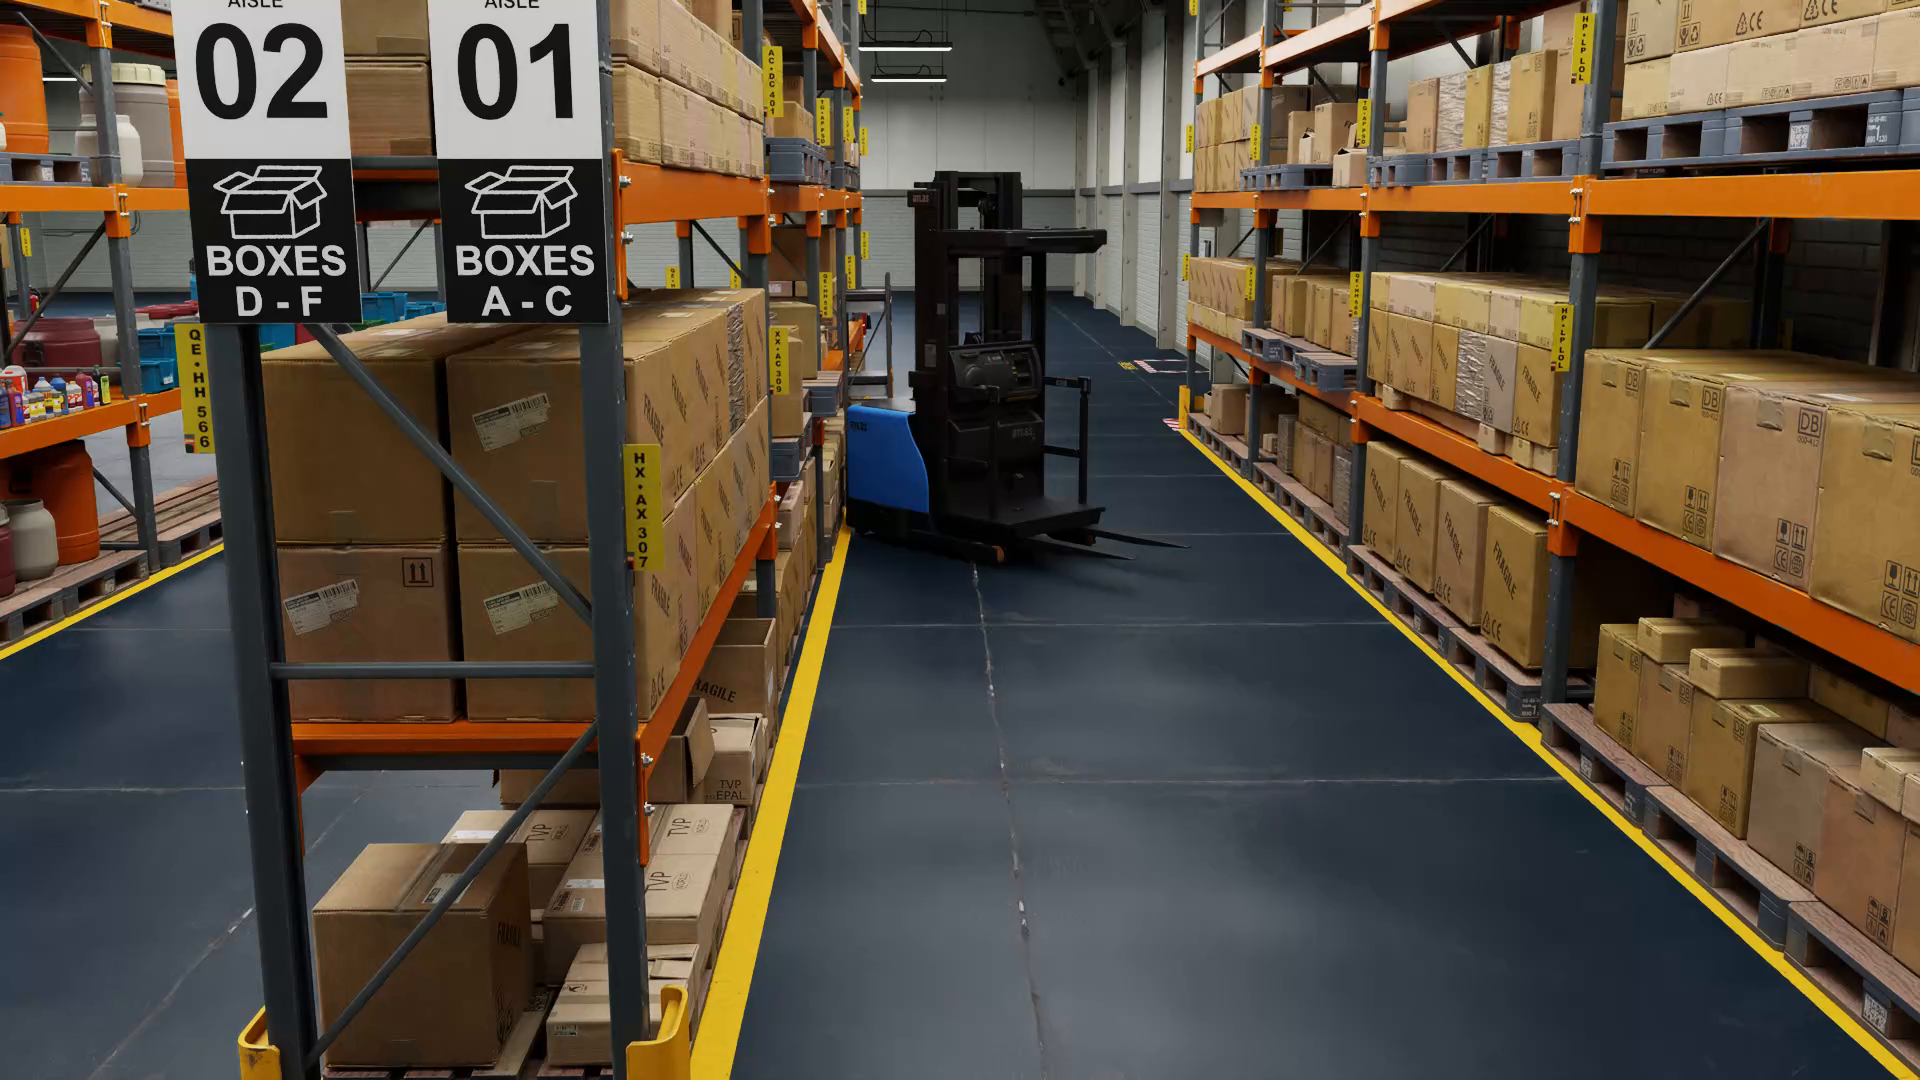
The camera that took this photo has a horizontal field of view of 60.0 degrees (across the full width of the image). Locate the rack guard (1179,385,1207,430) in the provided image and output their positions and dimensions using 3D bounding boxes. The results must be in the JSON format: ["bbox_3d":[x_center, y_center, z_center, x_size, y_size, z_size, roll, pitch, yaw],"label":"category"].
[{"bbox_3d":[3.271,-1.616,20.269,1.175,0.500,0.348,0,11,-1],"label":"rack guard"}]

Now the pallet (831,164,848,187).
[{"bbox_3d":[-1.644,-3.636,16.617,1.003,0.211,1.213,0,11,-1],"label":"pallet"}]

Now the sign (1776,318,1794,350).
[{"bbox_3d":[4.073,-0.937,8.256,0.100,0.325,0.005,0,11,-1],"label":"sign"}]

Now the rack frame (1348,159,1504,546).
[{"bbox_3d":[3.435,-1.266,12.256,1.000,3.000,0.127,0,11,-1],"label":"rack frame"}]

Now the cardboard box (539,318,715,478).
[{"bbox_3d":[-1.121,-0.487,5.647,0.500,0.500,0.500,0,11,0],"label":"cardboard box"}]

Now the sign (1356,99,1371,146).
[{"bbox_3d":[2.893,-2.988,11.898,0.100,0.325,0.005,0,11,-1],"label":"sign"}]

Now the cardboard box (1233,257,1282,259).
[{"bbox_3d":[3.492,-3.067,19.576,0.500,0.500,0.500,0,11,-2],"label":"cardboard box"}]

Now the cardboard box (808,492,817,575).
[{"bbox_3d":[-1.263,-0.051,11.445,0.500,0.500,0.500,0,11,1],"label":"cardboard box"}]

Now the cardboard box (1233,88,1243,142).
[{"bbox_3d":[3.049,-4.288,16.791,0.500,0.500,0.500,0,11,2],"label":"cardboard box"}]

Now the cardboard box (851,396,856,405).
[{"bbox_3d":[-1.297,-1.360,16.689,0.500,0.500,0.500,0,11,-1],"label":"cardboard box"}]

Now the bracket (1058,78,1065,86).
[{"bbox_3d":[3.117,-13.941,50.588,0.235,0.232,0.430,0,11,-1],"label":"bracket"}]

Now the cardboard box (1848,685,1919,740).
[{"bbox_3d":[3.661,0.659,6.368,0.380,0.149,0.250,0,11,-1],"label":"cardboard box"}]

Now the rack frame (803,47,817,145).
[{"bbox_3d":[-1.517,-4.185,11.556,1.000,3.000,0.127,0,11,-1],"label":"rack frame"}]

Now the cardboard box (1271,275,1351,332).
[{"bbox_3d":[3.329,-2.225,15.622,0.700,0.500,0.500,0,11,-1],"label":"cardboard box"}]

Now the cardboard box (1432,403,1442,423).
[{"bbox_3d":[3.265,-0.831,10.692,0.380,0.149,0.250,0,11,0],"label":"cardboard box"}]

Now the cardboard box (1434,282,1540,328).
[{"bbox_3d":[3.230,-1.439,10.174,0.500,0.250,0.500,0,11,-2],"label":"cardboard box"}]

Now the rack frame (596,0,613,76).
[{"bbox_3d":[-1.352,-2.595,3.717,1.000,3.000,0.127,0,11,-1],"label":"rack frame"}]

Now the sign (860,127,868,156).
[{"bbox_3d":[-1.140,-4.700,19.610,0.100,0.325,0.005,0,11,-1],"label":"sign"}]

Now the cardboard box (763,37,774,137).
[{"bbox_3d":[-1.402,-2.589,9.675,0.600,0.600,0.600,-1,11,-3],"label":"cardboard box"}]

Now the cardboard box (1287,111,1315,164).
[{"bbox_3d":[3.284,-3.677,15.288,0.500,0.500,0.500,1,12,7],"label":"cardboard box"}]

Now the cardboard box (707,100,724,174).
[{"bbox_3d":[-1.135,-1.453,6.009,0.500,0.250,0.500,0,11,-1],"label":"cardboard box"}]

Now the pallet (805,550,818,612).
[{"bbox_3d":[-1.540,0.270,11.697,1.003,0.211,1.213,0,11,-1],"label":"pallet"}]

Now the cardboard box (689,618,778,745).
[{"bbox_3d":[-1.139,0.672,7.885,0.500,0.500,0.500,0,11,-1],"label":"cardboard box"}]

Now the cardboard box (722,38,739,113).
[{"bbox_3d":[-1.138,-1.797,6.449,0.500,0.250,0.500,0,11,-1],"label":"cardboard box"}]

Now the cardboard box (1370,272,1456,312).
[{"bbox_3d":[3.187,-1.741,11.662,0.500,0.250,0.500,0,11,0],"label":"cardboard box"}]

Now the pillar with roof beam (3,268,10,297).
[{"bbox_3d":[-23.660,-11.513,47.674,9.100,9.000,0.548,0,11,-1],"label":"pillar with roof beam"}]

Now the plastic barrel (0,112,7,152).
[{"bbox_3d":[-6.301,-2.621,10.682,0.301,0.262,0.301,0,11,0],"label":"plastic barrel"}]

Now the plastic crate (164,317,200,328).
[{"bbox_3d":[-6.197,-1.579,13.639,0.402,0.464,0.583,0,11,-1],"label":"plastic crate"}]

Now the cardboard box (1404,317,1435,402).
[{"bbox_3d":[3.200,-1.170,10.734,0.500,0.500,0.500,0,11,-1],"label":"cardboard box"}]

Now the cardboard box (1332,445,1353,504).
[{"bbox_3d":[3.474,-0.503,13.673,0.700,0.500,0.500,0,11,-1],"label":"cardboard box"}]

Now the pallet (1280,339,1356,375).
[{"bbox_3d":[3.353,-1.566,14.214,1.003,0.211,1.213,0,11,-1],"label":"pallet"}]

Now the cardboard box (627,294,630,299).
[{"bbox_3d":[-1.695,-0.792,7.151,0.500,0.500,0.500,-1,11,-3],"label":"cardboard box"}]

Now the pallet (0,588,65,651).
[{"bbox_3d":[-6.390,0.540,10.369,1.003,0.211,1.213,0,11,-1],"label":"pallet"}]

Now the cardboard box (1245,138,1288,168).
[{"bbox_3d":[3.095,-3.690,16.358,0.500,0.500,0.500,0,11,0],"label":"cardboard box"}]

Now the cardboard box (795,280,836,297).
[{"bbox_3d":[-1.412,-2.461,16.264,0.380,0.149,0.250,0,11,-1],"label":"cardboard box"}]

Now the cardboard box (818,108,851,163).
[{"bbox_3d":[-1.347,-3.935,16.207,0.500,0.500,0.500,1,11,4],"label":"cardboard box"}]

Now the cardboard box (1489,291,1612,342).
[{"bbox_3d":[3.251,-1.237,9.175,0.500,0.250,0.500,0,11,0],"label":"cardboard box"}]

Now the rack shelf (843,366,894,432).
[{"bbox_3d":[-0.783,-1.208,14.276,0.431,0.518,0.480,-1,11,-1],"label":"rack shelf"}]

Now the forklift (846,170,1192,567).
[{"bbox_3d":[0.429,-1.346,12.819,1.130,2.935,3.031,-11,16,-42],"label":"forklift"}]

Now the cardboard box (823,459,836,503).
[{"bbox_3d":[-1.235,-0.484,12.847,0.500,0.311,0.500,0,11,1],"label":"cardboard box"}]

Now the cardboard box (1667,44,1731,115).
[{"bbox_3d":[3.265,-1.883,6.820,0.500,0.250,0.500,0,11,-2],"label":"cardboard box"}]

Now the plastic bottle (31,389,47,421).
[{"bbox_3d":[-6.036,-0.884,10.871,0.097,0.201,0.097,0,11,0],"label":"plastic bottle"}]

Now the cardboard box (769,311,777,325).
[{"bbox_3d":[-1.564,-1.193,10.586,0.700,0.500,0.500,2,12,10],"label":"cardboard box"}]

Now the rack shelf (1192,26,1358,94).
[{"bbox_3d":[3.311,-5.045,17.611,1.077,0.370,4.000,0,11,-1],"label":"rack shelf"}]

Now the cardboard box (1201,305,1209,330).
[{"bbox_3d":[2.992,-2.490,18.615,0.500,0.250,0.500,0,11,-2],"label":"cardboard box"}]

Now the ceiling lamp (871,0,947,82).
[{"bbox_3d":[-1.350,-13.697,43.758,2.000,3.185,0.800,0,11,-1],"label":"ceiling lamp"}]

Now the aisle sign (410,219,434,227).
[{"bbox_3d":[-6.340,-4.105,19.712,0.394,0.787,0.004,0,11,-1],"label":"aisle sign"}]

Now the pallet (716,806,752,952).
[{"bbox_3d":[-1.393,1.296,6.639,1.003,0.211,1.213,0,11,-1],"label":"pallet"}]

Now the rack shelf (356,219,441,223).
[{"bbox_3d":[-6.594,-3.536,17.708,1.077,0.370,4.000,0,11,-1],"label":"rack shelf"}]

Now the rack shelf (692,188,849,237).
[{"bbox_3d":[-1.559,-2.760,13.885,1.077,0.370,4.000,0,11,-1],"label":"rack shelf"}]

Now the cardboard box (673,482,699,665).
[{"bbox_3d":[-1.114,0.104,5.249,0.500,0.500,0.500,0,11,-2],"label":"cardboard box"}]

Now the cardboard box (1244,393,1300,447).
[{"bbox_3d":[3.291,-1.258,17.396,0.500,0.500,0.500,-1,12,-5],"label":"cardboard box"}]

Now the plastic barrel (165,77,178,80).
[{"bbox_3d":[-6.298,-3.376,13.851,0.600,0.901,0.708,0,11,-1],"label":"plastic barrel"}]

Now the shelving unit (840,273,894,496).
[{"bbox_3d":[-0.783,-1.221,14.273,0.431,2.100,0.503,-1,11,-1],"label":"shelving unit"}]
